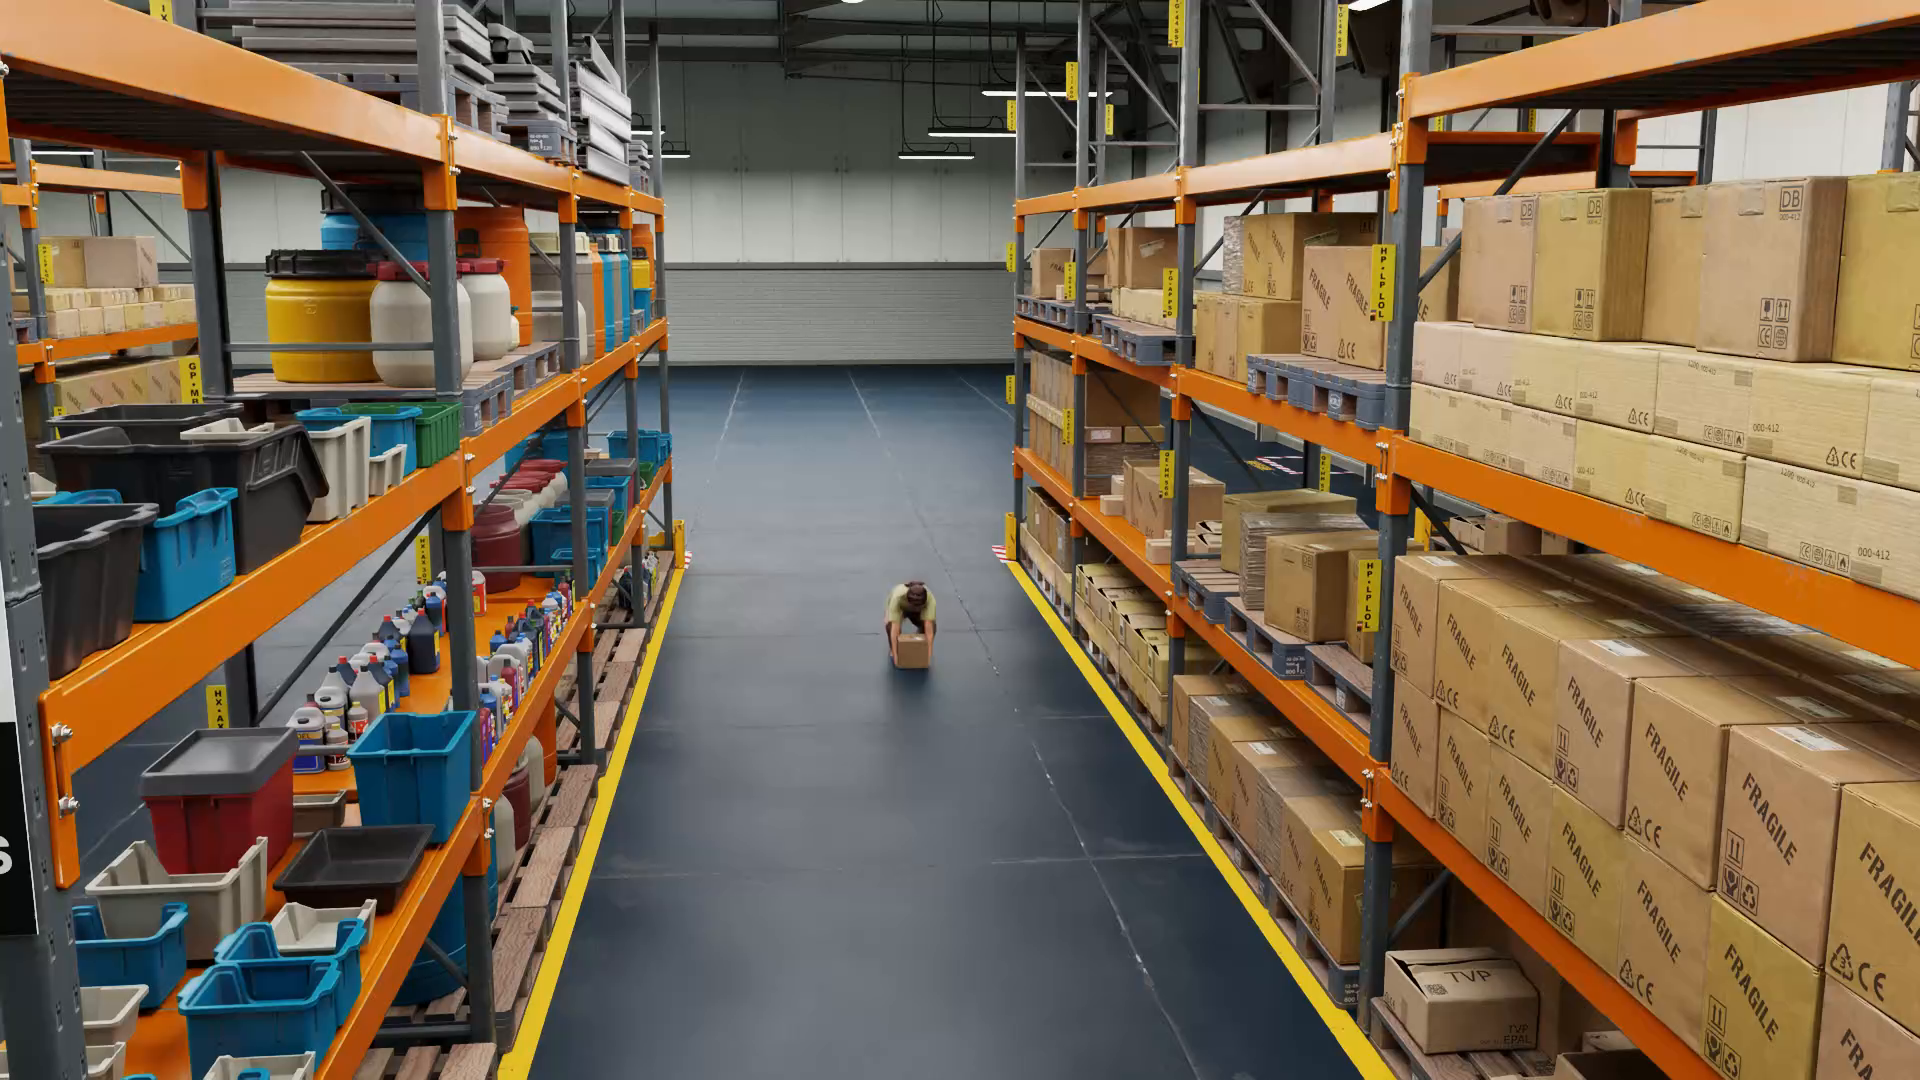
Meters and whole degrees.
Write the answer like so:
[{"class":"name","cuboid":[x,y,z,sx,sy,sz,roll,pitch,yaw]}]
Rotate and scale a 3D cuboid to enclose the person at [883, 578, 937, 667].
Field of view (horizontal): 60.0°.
[{"class":"person","cuboid":[-0.445,0.721,14.756,0.465,0.804,0.835,-1,10,-7]}]
